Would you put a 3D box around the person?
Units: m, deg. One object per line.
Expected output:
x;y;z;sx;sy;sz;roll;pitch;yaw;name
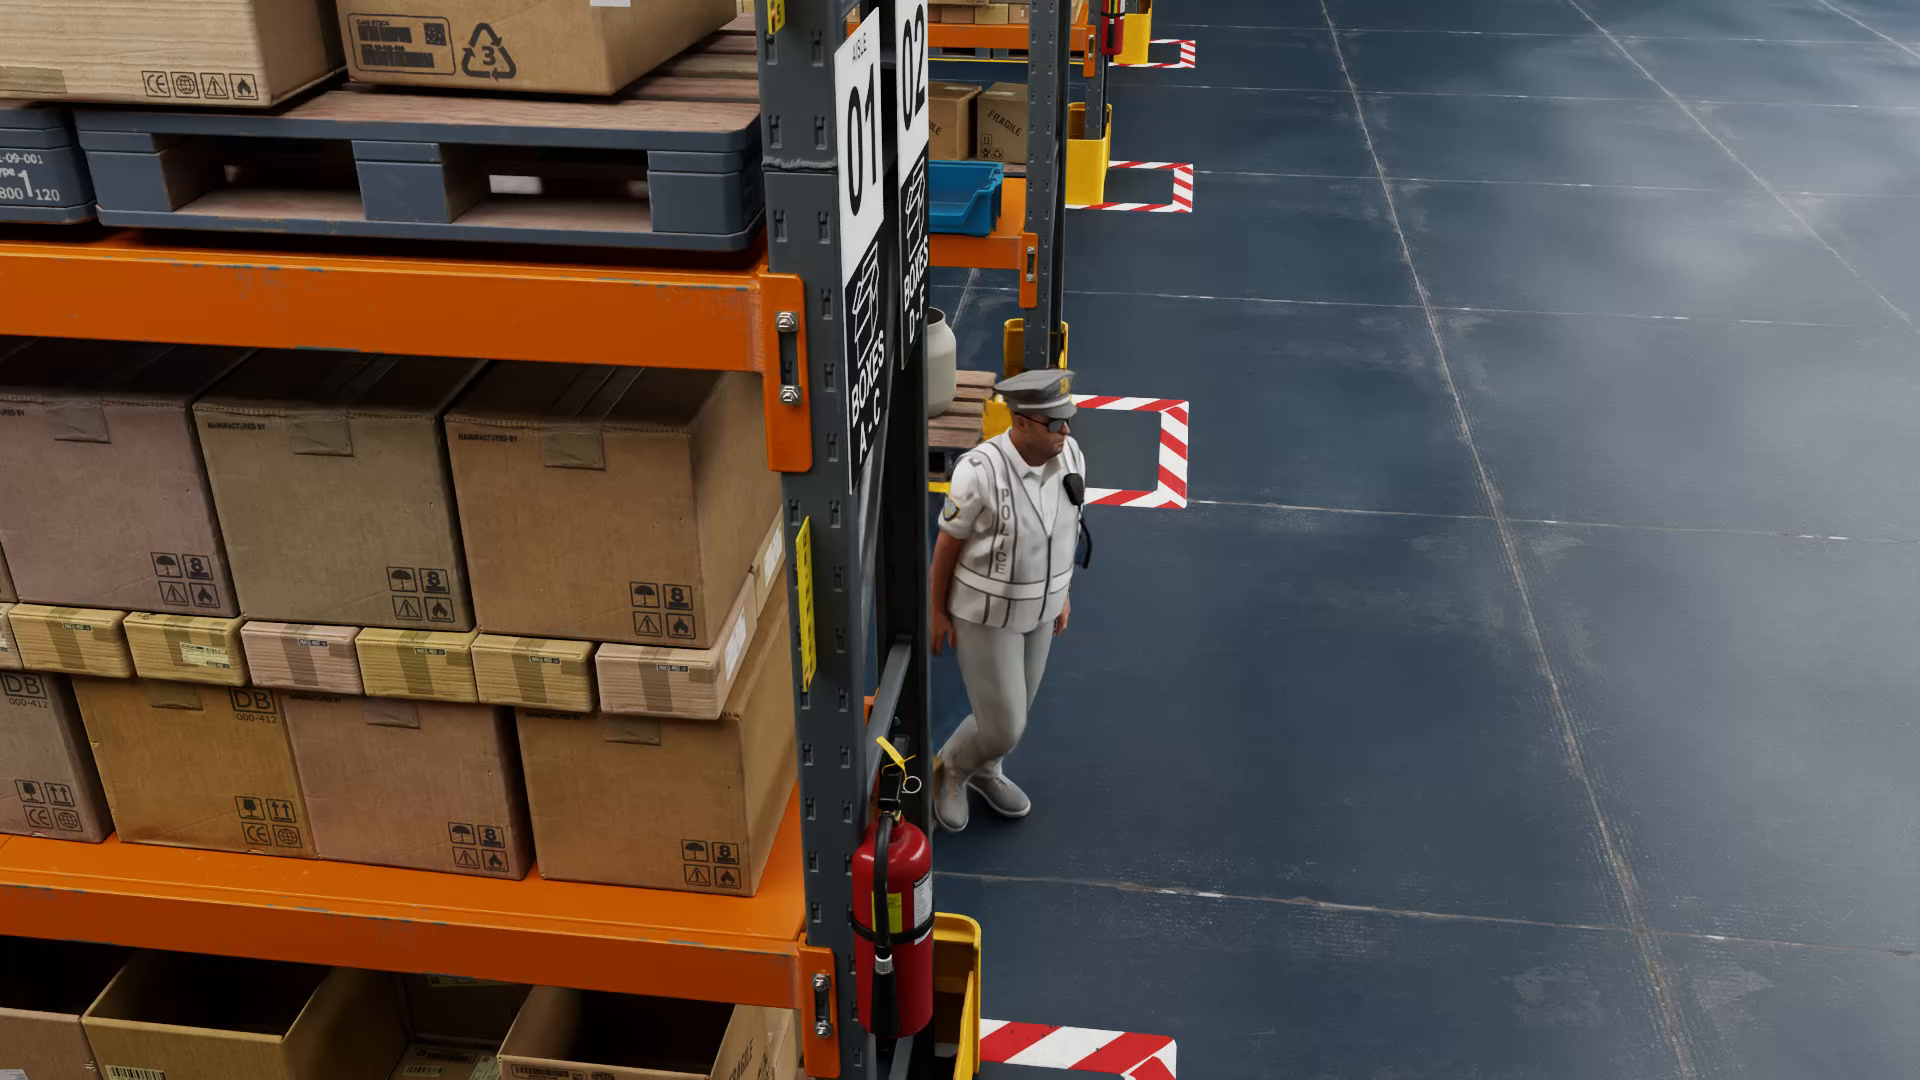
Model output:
0.166;0.213;5.675;0.577;1.747;0.474;-22;35;-35;person
